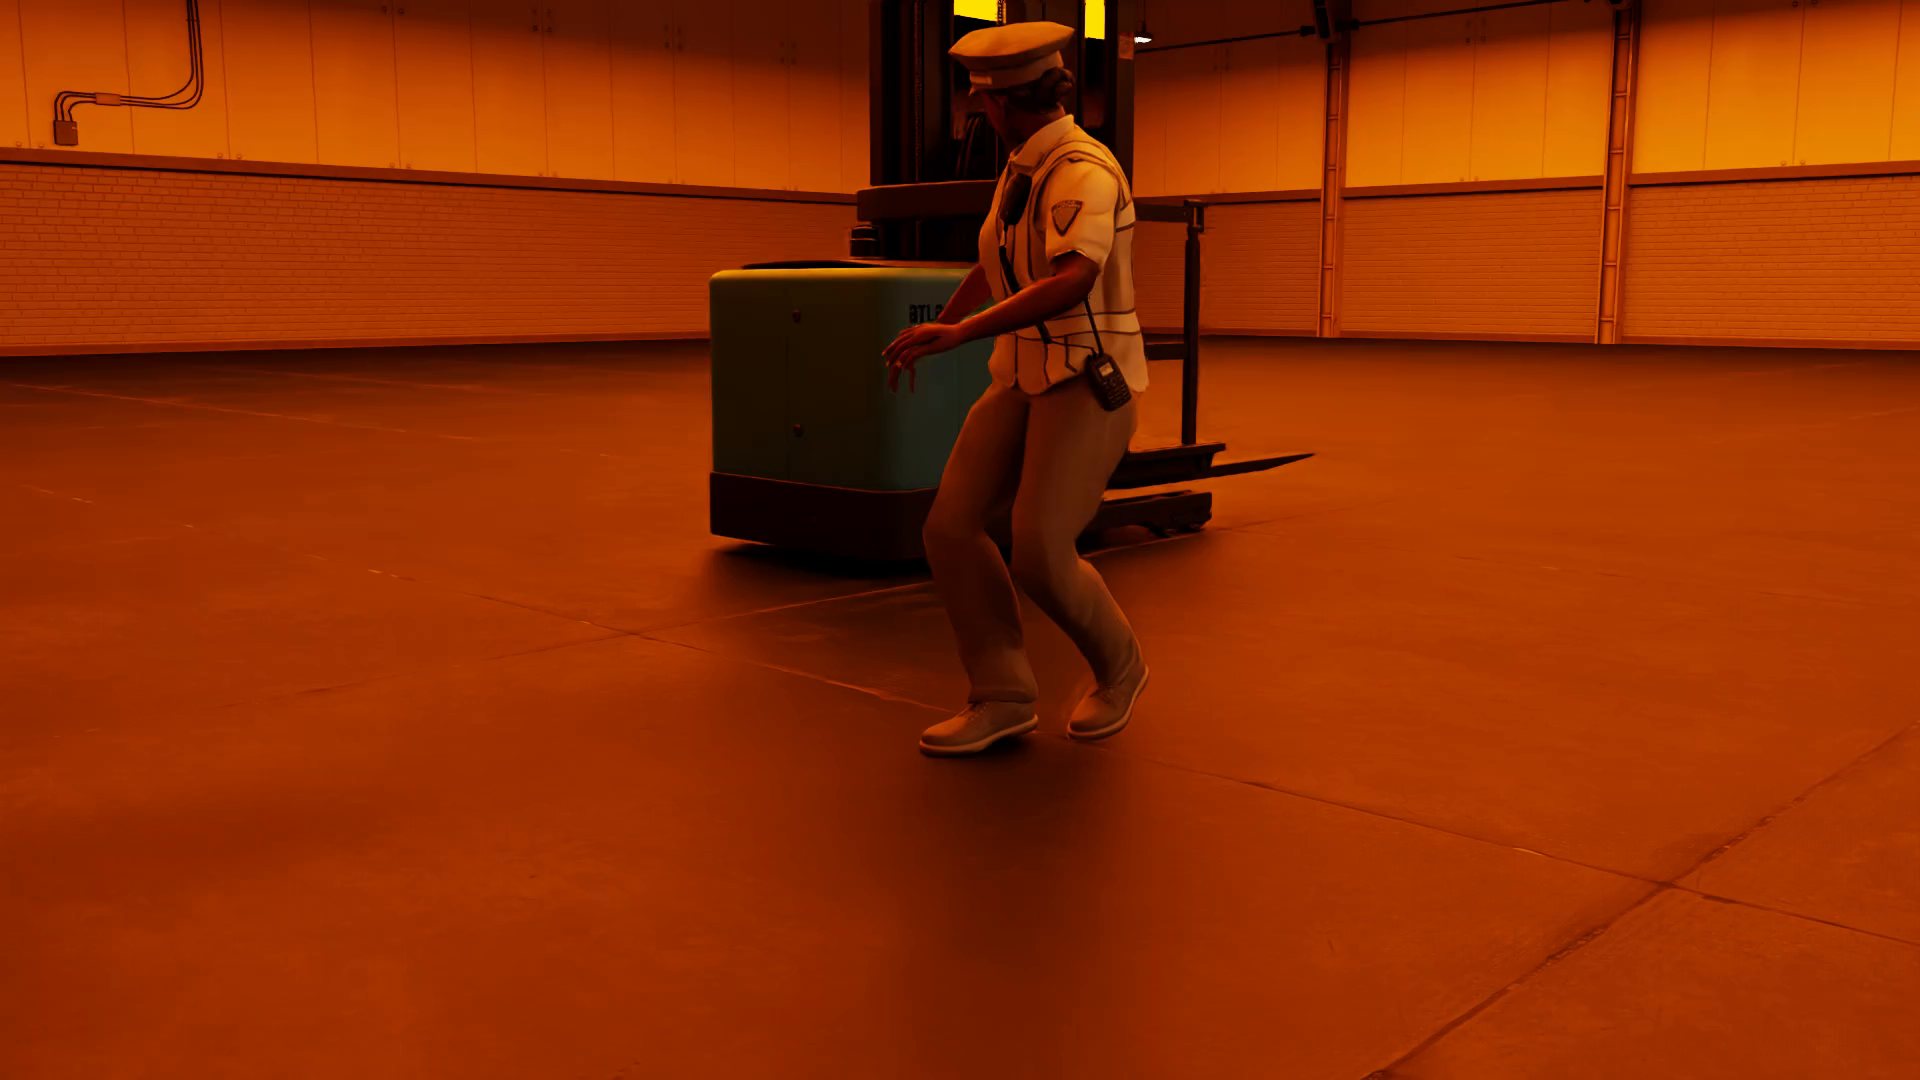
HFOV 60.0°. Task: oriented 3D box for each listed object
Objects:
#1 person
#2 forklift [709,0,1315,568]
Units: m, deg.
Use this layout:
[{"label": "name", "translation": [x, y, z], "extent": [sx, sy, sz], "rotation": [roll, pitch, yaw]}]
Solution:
[{"label": "person", "translation": [0.067, -0.325, 3.624], "extent": [0.739, 1.567, 0.760], "rotation": [-5, 10, -31]}, {"label": "forklift", "translation": [0.417, -1.516, 6.941], "extent": [1.130, 2.935, 3.031], "rotation": [8, 12, 43]}]
